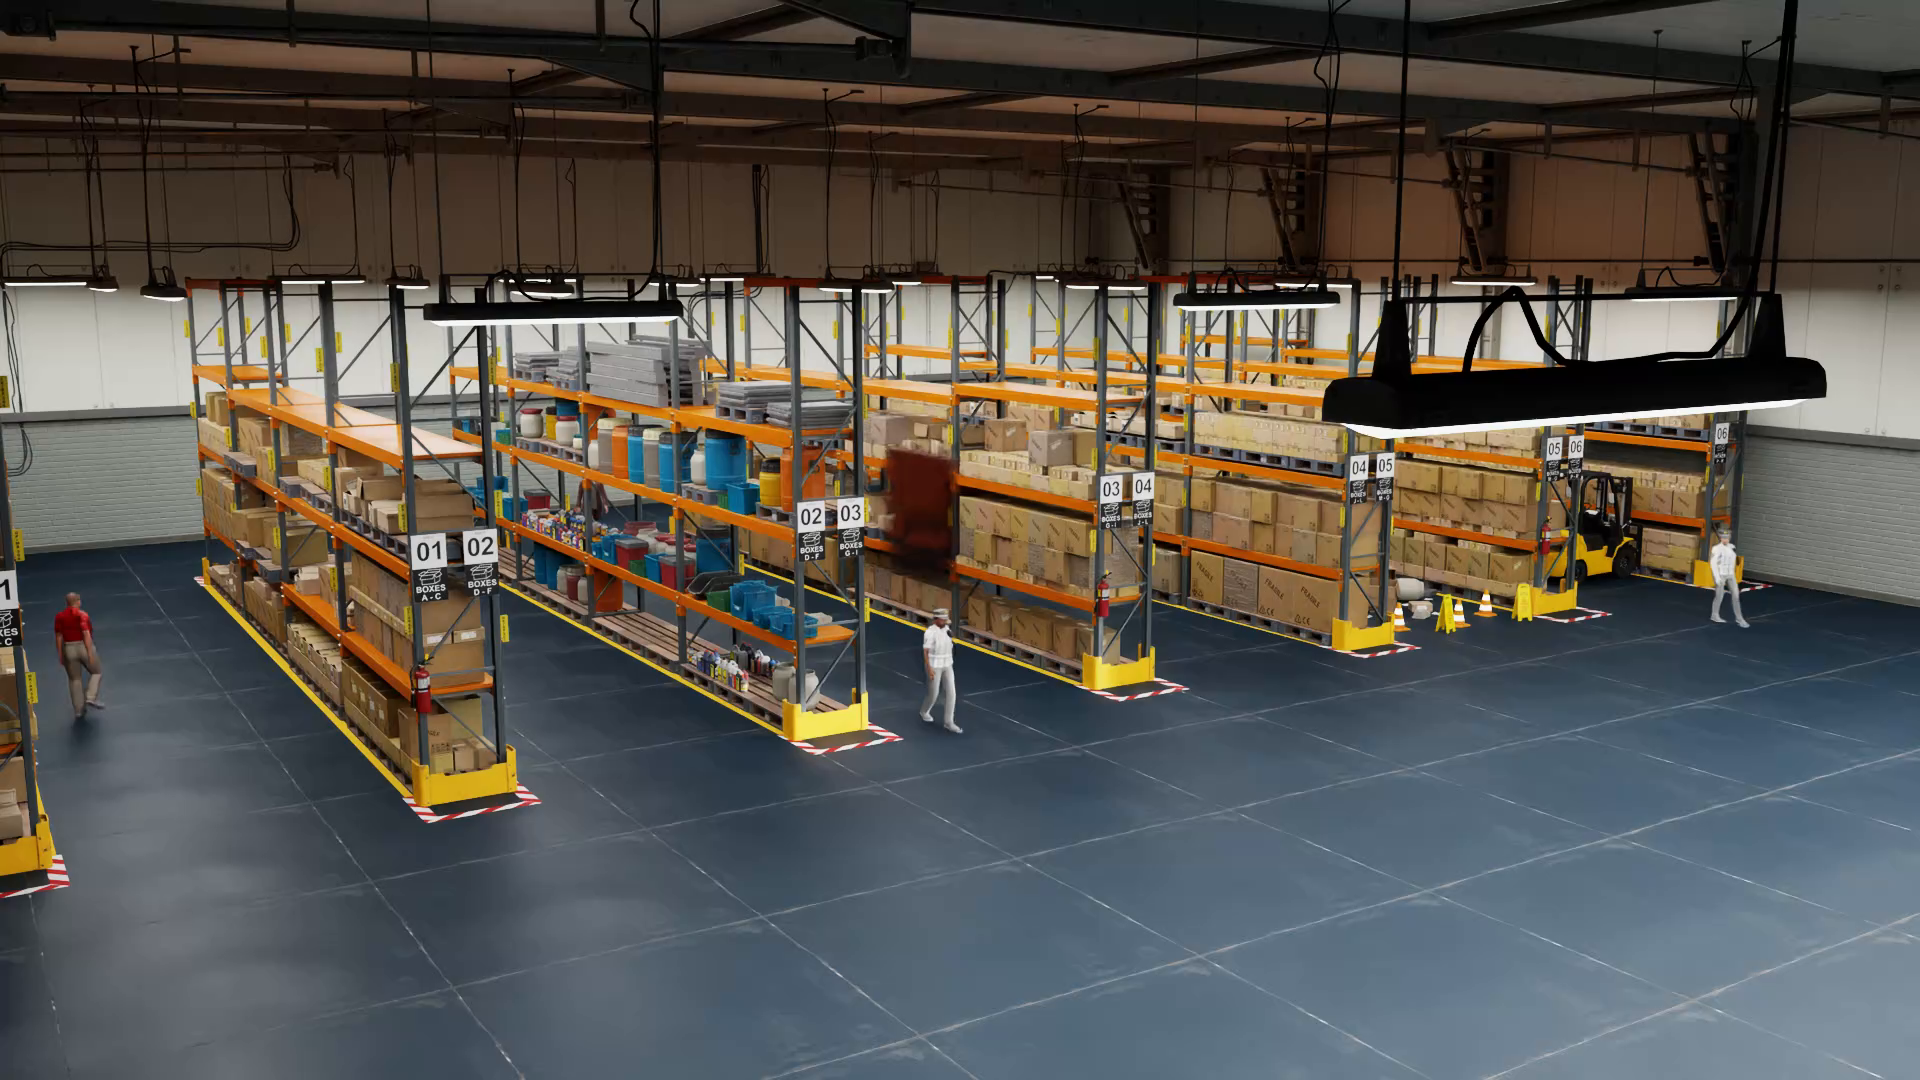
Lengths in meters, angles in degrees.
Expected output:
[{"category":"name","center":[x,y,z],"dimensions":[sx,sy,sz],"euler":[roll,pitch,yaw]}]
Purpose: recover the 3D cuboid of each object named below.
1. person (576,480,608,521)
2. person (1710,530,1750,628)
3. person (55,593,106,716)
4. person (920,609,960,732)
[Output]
[{"category":"person","center":[-8.180,-0.737,37.047],"dimensions":[0.661,1.712,1.129],"euler":[-5,11,-29]},{"category":"person","center":[13.455,0.660,29.090],"dimensions":[0.590,1.669,0.622],"euler":[-1,10,-6]},{"category":"person","center":[-12.356,1.596,23.307],"dimensions":[0.586,1.713,0.477],"euler":[-3,10,-16]},{"category":"person","center":[-0.246,1.754,22.726],"dimensions":[0.555,1.655,0.756],"euler":[-8,12,-39]}]
